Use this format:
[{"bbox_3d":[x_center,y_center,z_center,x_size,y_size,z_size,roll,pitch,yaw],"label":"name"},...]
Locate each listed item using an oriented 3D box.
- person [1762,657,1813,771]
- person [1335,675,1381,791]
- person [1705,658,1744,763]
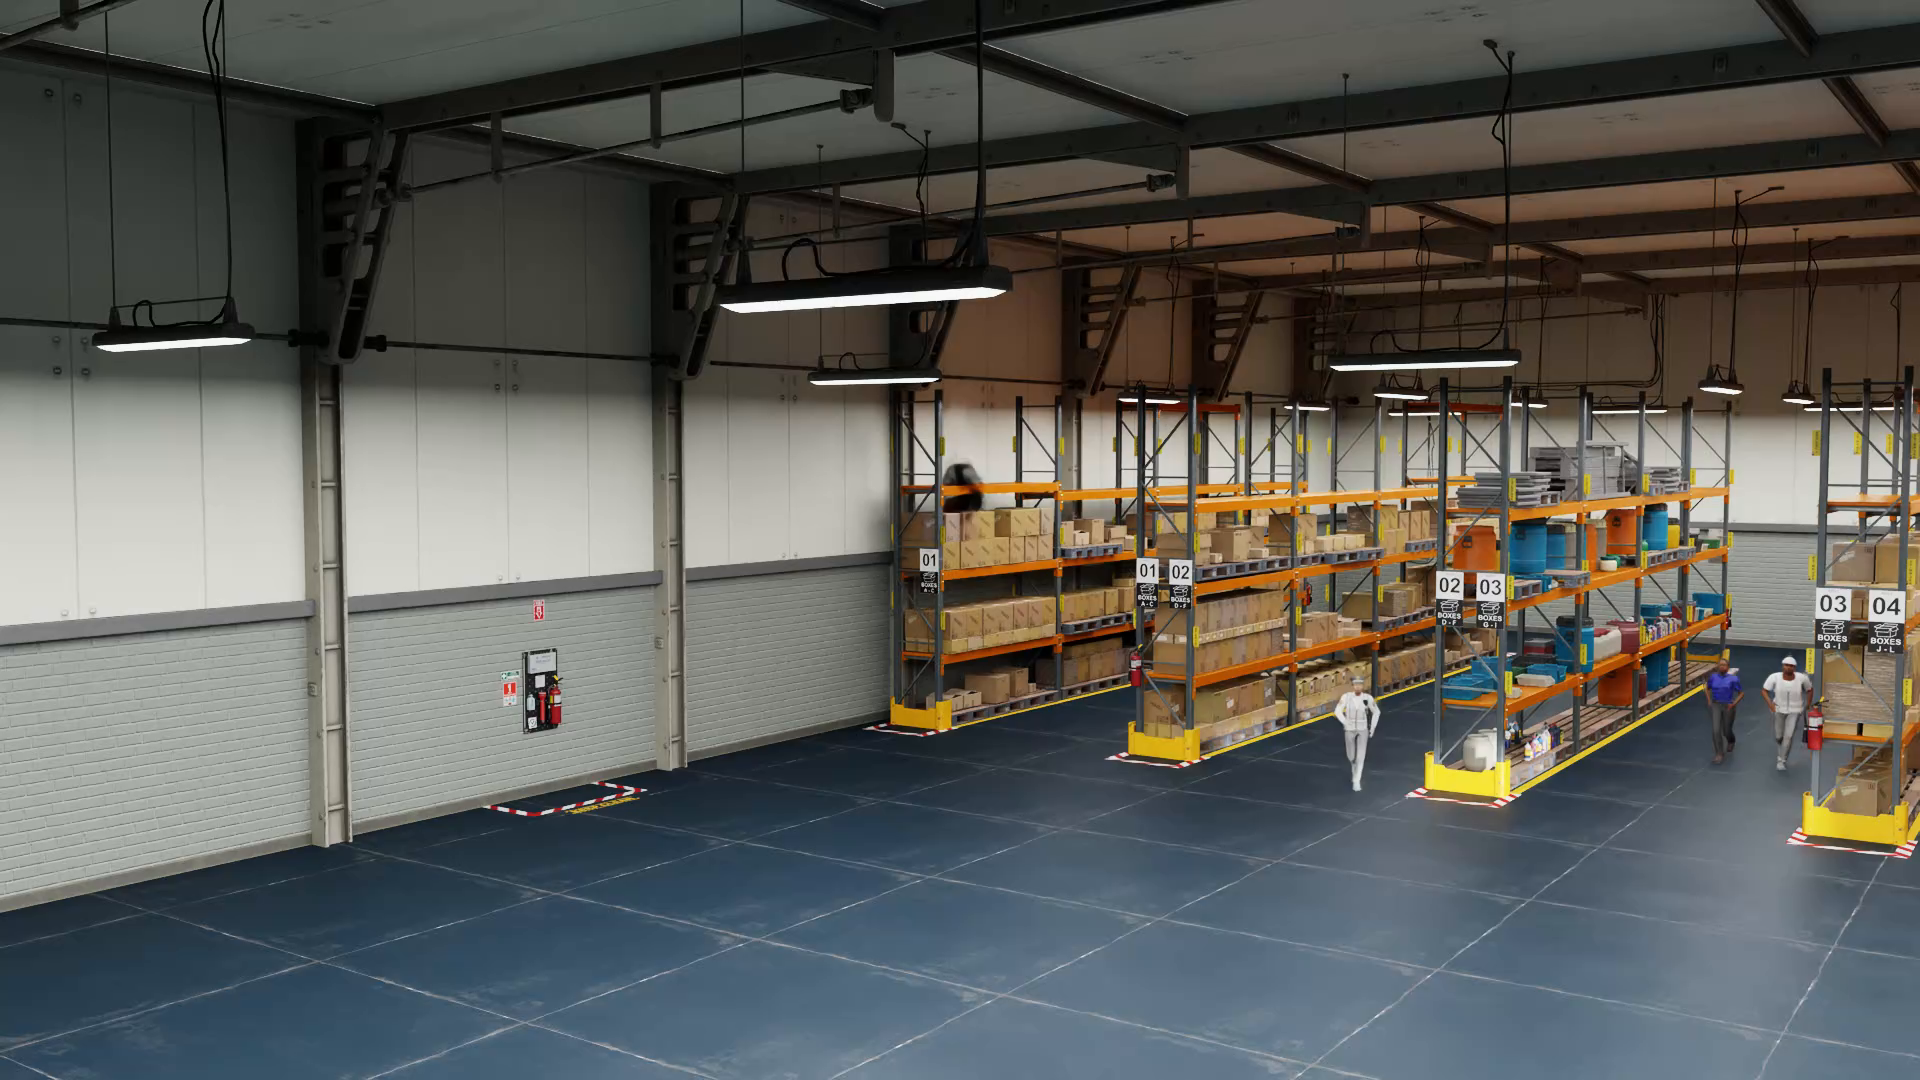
[{"bbox_3d":[12.920,2.681,25.979,0.727,1.750,0.866,2,4,28],"label":"person"},{"bbox_3d":[5.845,2.807,24.470,0.655,1.680,0.689,1,3,16],"label":"person"},{"bbox_3d":[12.183,2.701,26.535,0.590,1.640,0.743,2,4,35],"label":"person"}]
